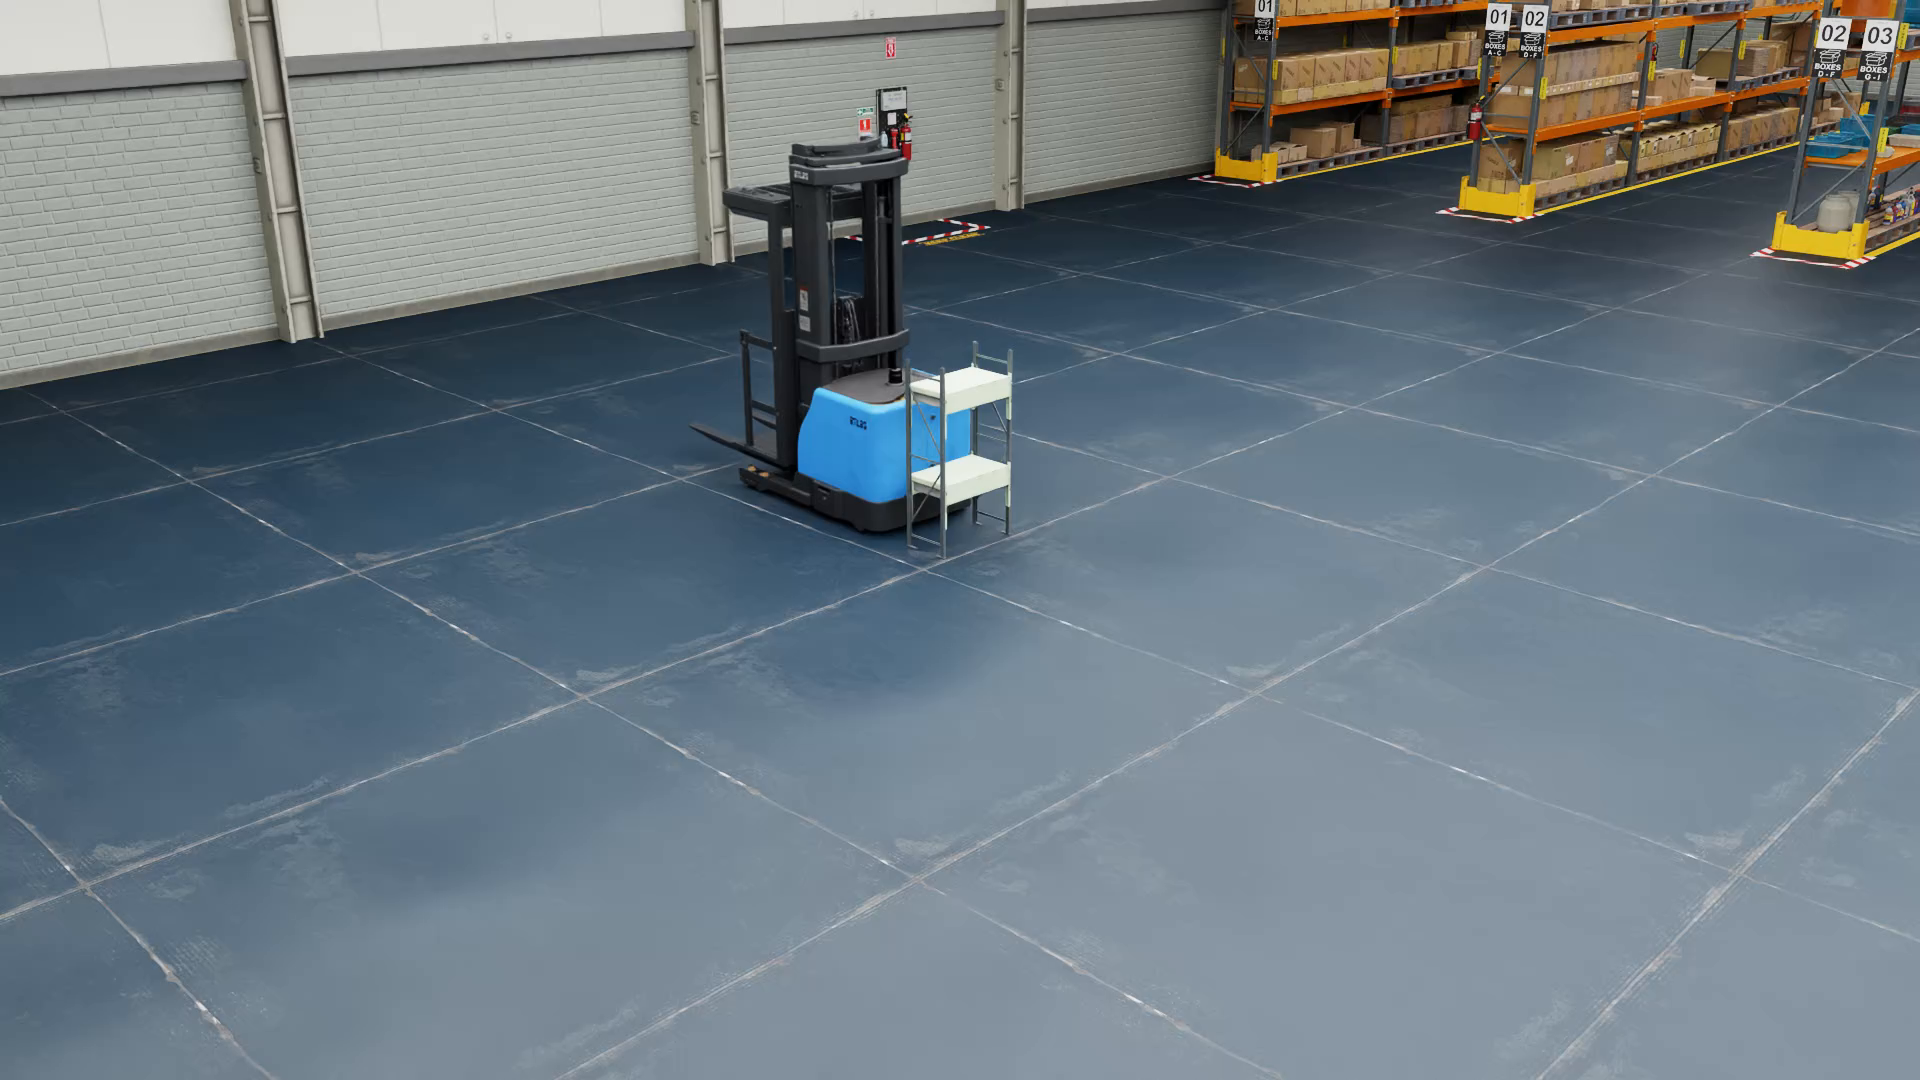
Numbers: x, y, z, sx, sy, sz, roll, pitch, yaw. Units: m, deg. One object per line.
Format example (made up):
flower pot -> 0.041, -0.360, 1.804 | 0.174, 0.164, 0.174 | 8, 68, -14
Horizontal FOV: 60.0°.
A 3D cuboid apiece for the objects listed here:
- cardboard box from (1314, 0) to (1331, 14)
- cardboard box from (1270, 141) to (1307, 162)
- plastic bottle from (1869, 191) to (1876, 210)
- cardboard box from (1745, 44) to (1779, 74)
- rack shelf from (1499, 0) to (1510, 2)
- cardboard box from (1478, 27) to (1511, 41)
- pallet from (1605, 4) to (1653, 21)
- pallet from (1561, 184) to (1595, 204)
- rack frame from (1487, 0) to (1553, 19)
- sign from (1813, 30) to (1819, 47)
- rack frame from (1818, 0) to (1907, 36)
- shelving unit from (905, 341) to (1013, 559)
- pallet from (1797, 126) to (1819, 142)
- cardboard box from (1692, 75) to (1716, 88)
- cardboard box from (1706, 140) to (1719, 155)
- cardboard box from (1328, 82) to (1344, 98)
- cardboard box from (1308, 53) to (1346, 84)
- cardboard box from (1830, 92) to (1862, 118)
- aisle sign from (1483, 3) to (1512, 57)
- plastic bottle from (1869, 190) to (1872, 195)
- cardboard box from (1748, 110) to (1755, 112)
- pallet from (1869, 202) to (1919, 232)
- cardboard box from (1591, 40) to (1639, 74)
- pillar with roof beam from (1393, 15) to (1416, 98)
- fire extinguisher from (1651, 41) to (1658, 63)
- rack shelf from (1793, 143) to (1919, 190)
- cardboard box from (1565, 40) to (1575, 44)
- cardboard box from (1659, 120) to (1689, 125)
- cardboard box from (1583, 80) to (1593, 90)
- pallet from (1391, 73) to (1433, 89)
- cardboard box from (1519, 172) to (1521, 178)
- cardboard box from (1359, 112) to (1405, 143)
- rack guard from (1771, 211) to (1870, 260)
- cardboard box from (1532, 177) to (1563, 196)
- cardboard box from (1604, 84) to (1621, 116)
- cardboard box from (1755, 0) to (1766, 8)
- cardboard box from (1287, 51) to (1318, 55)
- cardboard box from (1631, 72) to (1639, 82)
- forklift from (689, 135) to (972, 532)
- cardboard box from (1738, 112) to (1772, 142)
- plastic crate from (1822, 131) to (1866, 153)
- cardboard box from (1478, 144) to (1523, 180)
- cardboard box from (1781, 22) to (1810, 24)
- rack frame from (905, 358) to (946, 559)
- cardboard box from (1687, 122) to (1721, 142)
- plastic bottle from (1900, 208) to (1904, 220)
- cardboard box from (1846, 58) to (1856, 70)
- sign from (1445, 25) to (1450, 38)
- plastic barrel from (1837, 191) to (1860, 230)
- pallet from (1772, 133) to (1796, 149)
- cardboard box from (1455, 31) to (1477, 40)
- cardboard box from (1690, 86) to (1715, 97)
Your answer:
cardboard box -> 6.291, -9.699, 29.778 | 0.500, 0.500, 0.500 | -19, 28, -40
cardboard box -> 6.064, -7.208, 30.780 | 0.500, 0.311, 0.500 | -17, 27, -38
plastic bottle -> 14.133, -5.265, 25.781 | 0.097, 0.271, 0.097 | 0, 21, 0
cardboard box -> 15.854, -9.574, 33.079 | 0.700, 0.500, 0.500 | 12, 24, 27
rack shelf -> 12.096, -11.590, 35.870 | 1.077, 0.370, 4.000 | 19, 28, 41
cardboard box -> 11.222, -10.616, 34.887 | 0.500, 0.250, 0.500 | -19, 28, -41
pallet -> 10.885, -8.878, 27.934 | 1.003, 0.211, 1.213 | 19, 28, 41
pallet -> 10.026, -5.934, 28.219 | 1.003, 0.211, 1.213 | 19, 28, 41
rack frame -> 8.671, -9.517, 25.292 | 1.000, 3.000, 0.127 | 19, 28, 41
sign -> 17.443, -10.204, 33.827 | 0.100, 0.325, 0.005 | 19, 28, 41
rack frame -> 12.218, -8.276, 22.064 | 1.000, 3.000, 0.127 | 19, 28, 41
shelving unit -> -0.005, -0.698, 12.801 | 0.431, 1.500, 0.755 | 19, 28, 41
pallet -> 17.522, -8.676, 35.353 | 1.003, 0.211, 1.213 | 19, 28, 41
cardboard box -> 13.967, -8.649, 31.520 | 0.500, 0.311, 0.500 | -18, 27, -39
cardboard box -> 14.060, -7.489, 31.626 | 0.500, 0.250, 0.500 | -19, 28, -41
cardboard box -> 6.753, -8.337, 30.764 | 0.500, 0.250, 0.500 | 20, 28, 41
cardboard box -> 6.736, -8.684, 30.622 | 0.500, 0.500, 0.500 | -19, 28, -40
cardboard box -> 19.630, -9.667, 36.914 | 0.500, 0.500, 0.500 | 19, 28, 41
aisle sign -> 8.415, -7.987, 26.049 | 0.394, 0.787, 0.004 | 19, 28, 41
plastic bottle -> 14.148, -5.369, 25.942 | 0.185, 0.351, 0.144 | -19, 28, -41
cardboard box -> 15.812, -8.510, 33.905 | 0.500, 0.500, 0.500 | 20, 29, 41
pallet -> 14.510, -5.040, 25.894 | 1.003, 0.211, 1.213 | 19, 28, 41
cardboard box -> 11.157, -8.281, 28.492 | 0.700, 0.500, 0.500 | 19, 28, 41
pillar with roof beam -> 12.258, -11.617, 30.756 | 9.100, 9.000, 0.400 | 19, 28, 41
fire extinguisher -> 16.717, -11.781, 40.173 | 0.296, 0.674, 0.183 | 19, 28, 41
rack shelf -> 13.613, -5.654, 24.607 | 1.077, 0.370, 4.000 | 19, 28, 41
cardboard box -> 13.349, -11.053, 37.069 | 0.500, 0.500, 0.500 | 19, 28, 40
cardboard box -> 13.676, -7.886, 31.877 | 0.500, 0.311, 0.500 | -19, 28, -40
cardboard box -> 10.172, -7.508, 27.384 | 0.380, 0.149, 0.250 | 20, 28, 41
pallet -> 8.547, -9.054, 32.717 | 1.003, 0.211, 1.213 | 19, 28, 41
cardboard box -> 9.174, -5.972, 27.679 | 0.500, 0.250, 0.500 | 19, 28, 41
cardboard box -> 8.411, -8.216, 33.139 | 0.500, 0.500, 0.700 | -19, 28, -40
rack guard -> 12.237, -4.340, 23.670 | 1.175, 0.500, 0.348 | 19, 28, 41
cardboard box -> 9.551, -5.841, 27.337 | 0.500, 0.250, 0.500 | 19, 28, 41
cardboard box -> 10.793, -7.539, 28.368 | 0.700, 0.500, 0.500 | 19, 28, 40
cardboard box -> 14.888, -10.471, 31.817 | 0.910, 0.500, 0.500 | 19, 28, 41
cardboard box -> 6.363, -8.809, 30.949 | 0.500, 0.500, 0.500 | -20, 29, -41
cardboard box -> 11.425, -7.971, 28.588 | 0.380, 0.149, 0.250 | 19, 28, 41
forklift -> -1.242, -1.883, 13.888 | 1.130, 2.935, 3.031 | -17, 27, -38
cardboard box -> 15.849, -8.256, 33.245 | 0.500, 0.500, 0.500 | 18, 27, 39
plastic crate -> 12.810, -5.775, 24.127 | 0.499, 0.251, 0.408 | 19, 28, 41
cardboard box -> 8.832, -6.191, 27.204 | 0.500, 0.500, 0.500 | 19, 28, 41
cardboard box -> 17.565, -10.642, 35.047 | 0.500, 0.500, 0.500 | 19, 28, 40
rack frame -> -0.260, -0.604, 12.556 | 0.400, 1.500, 0.023 | 19, 28, 41
cardboard box -> 14.063, -7.751, 31.525 | 0.500, 0.311, 0.500 | -19, 28, -41
plastic bottle -> 14.084, -4.902, 24.935 | 0.097, 0.201, 0.097 | 0, 21, 0
cardboard box -> 19.004, -10.432, 35.895 | 0.500, 0.500, 0.500 | 20, 28, 41
sign -> 10.300, -10.690, 35.093 | 0.100, 0.325, 0.005 | 19, 28, 41
plastic barrel -> 12.972, -4.828, 24.336 | 0.421, 0.512, 0.421 | 0, 21, 0
pallet -> 16.502, -8.281, 34.325 | 1.003, 0.211, 1.213 | 19, 28, 41
cardboard box -> 10.481, -10.470, 34.478 | 0.380, 0.149, 0.250 | 15, 26, 34
cardboard box -> 13.823, -8.355, 30.982 | 0.380, 0.149, 0.250 | 19, 28, 41
